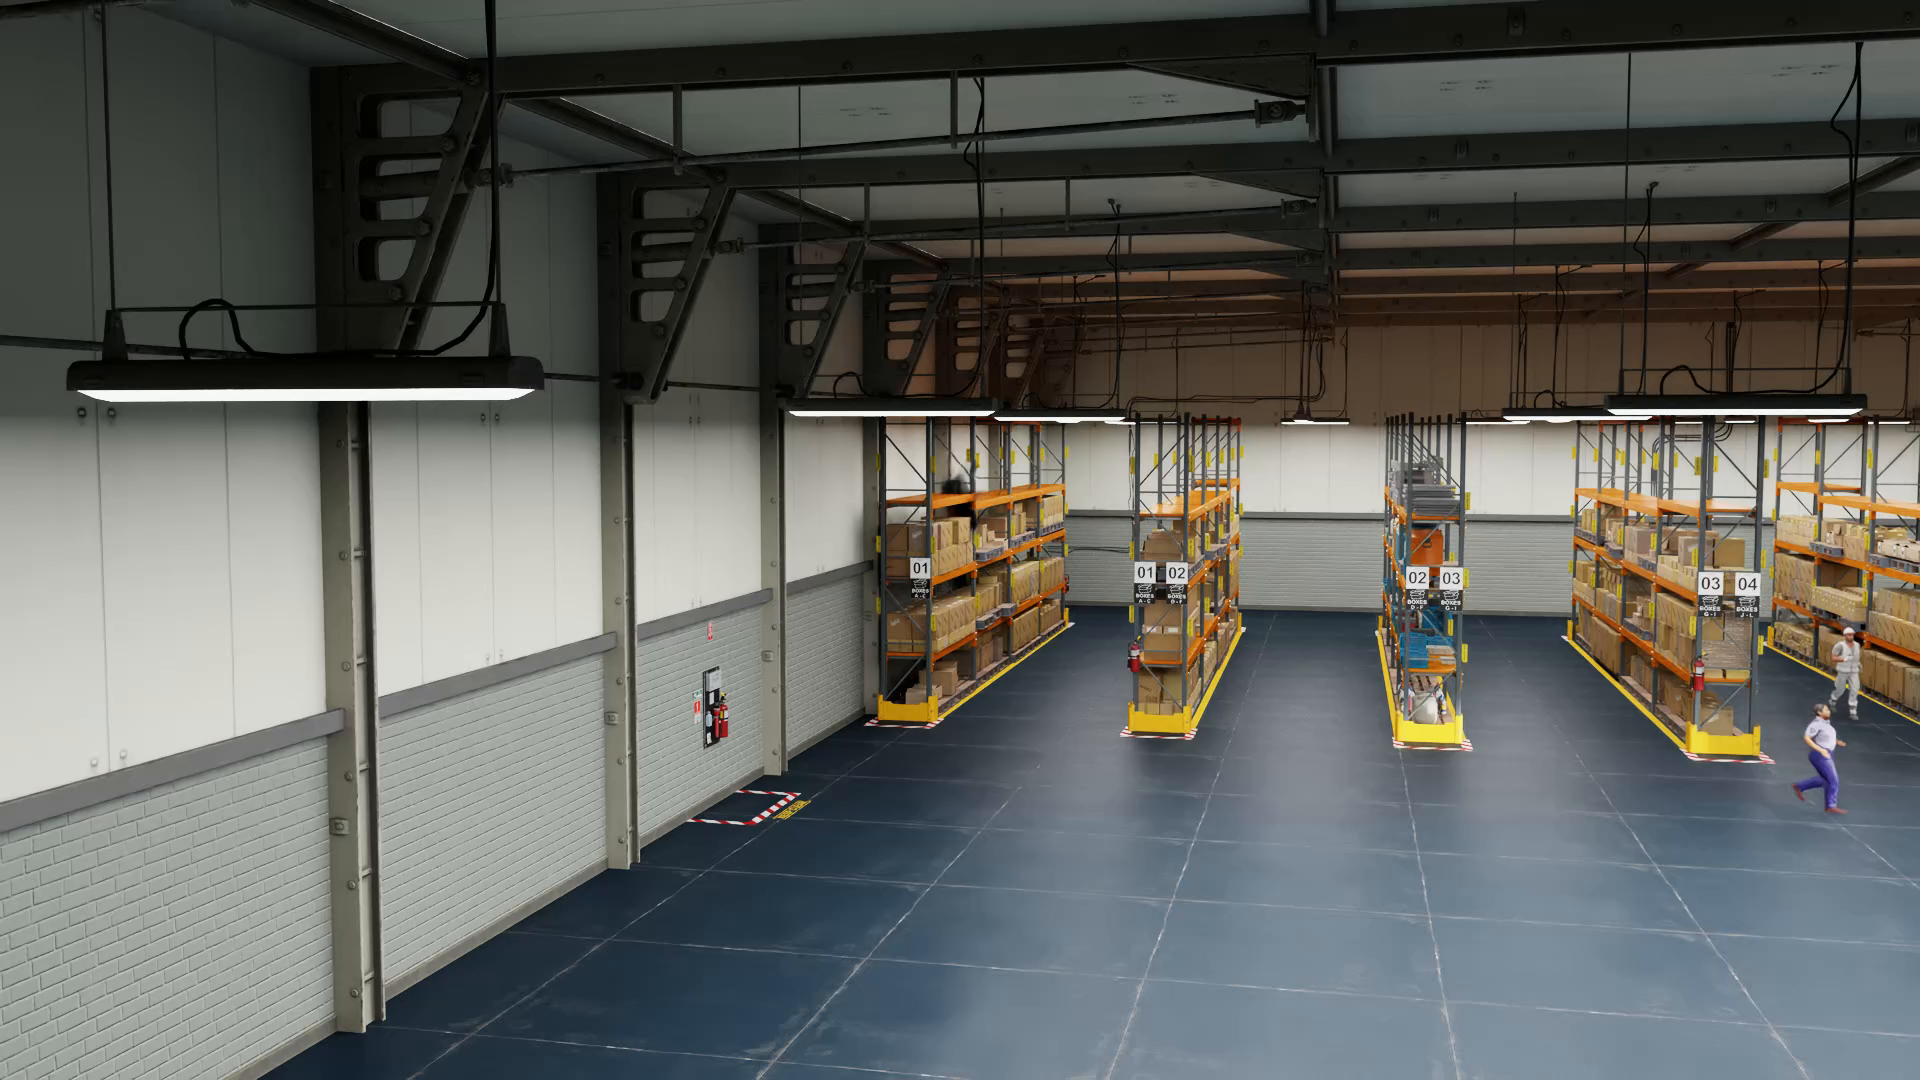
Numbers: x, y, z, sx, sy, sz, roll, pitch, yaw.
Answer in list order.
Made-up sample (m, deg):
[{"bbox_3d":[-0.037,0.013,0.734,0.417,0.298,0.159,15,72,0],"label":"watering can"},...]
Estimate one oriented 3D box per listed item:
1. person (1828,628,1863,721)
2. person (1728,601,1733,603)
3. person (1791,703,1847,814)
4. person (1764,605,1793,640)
[{"bbox_3d":[17.361,2.592,32.564,0.664,1.772,0.999,0,4,2],"label":"person"},{"bbox_3d":[19.914,1.974,43.650,0.514,1.587,0.629,-3,5,-42],"label":"person"},{"bbox_3d":[12.835,3.242,24.809,0.784,1.601,0.620,3,5,40],"label":"person"},{"bbox_3d":[22.181,1.868,44.686,0.912,1.696,0.643,0,4,4],"label":"person"}]
